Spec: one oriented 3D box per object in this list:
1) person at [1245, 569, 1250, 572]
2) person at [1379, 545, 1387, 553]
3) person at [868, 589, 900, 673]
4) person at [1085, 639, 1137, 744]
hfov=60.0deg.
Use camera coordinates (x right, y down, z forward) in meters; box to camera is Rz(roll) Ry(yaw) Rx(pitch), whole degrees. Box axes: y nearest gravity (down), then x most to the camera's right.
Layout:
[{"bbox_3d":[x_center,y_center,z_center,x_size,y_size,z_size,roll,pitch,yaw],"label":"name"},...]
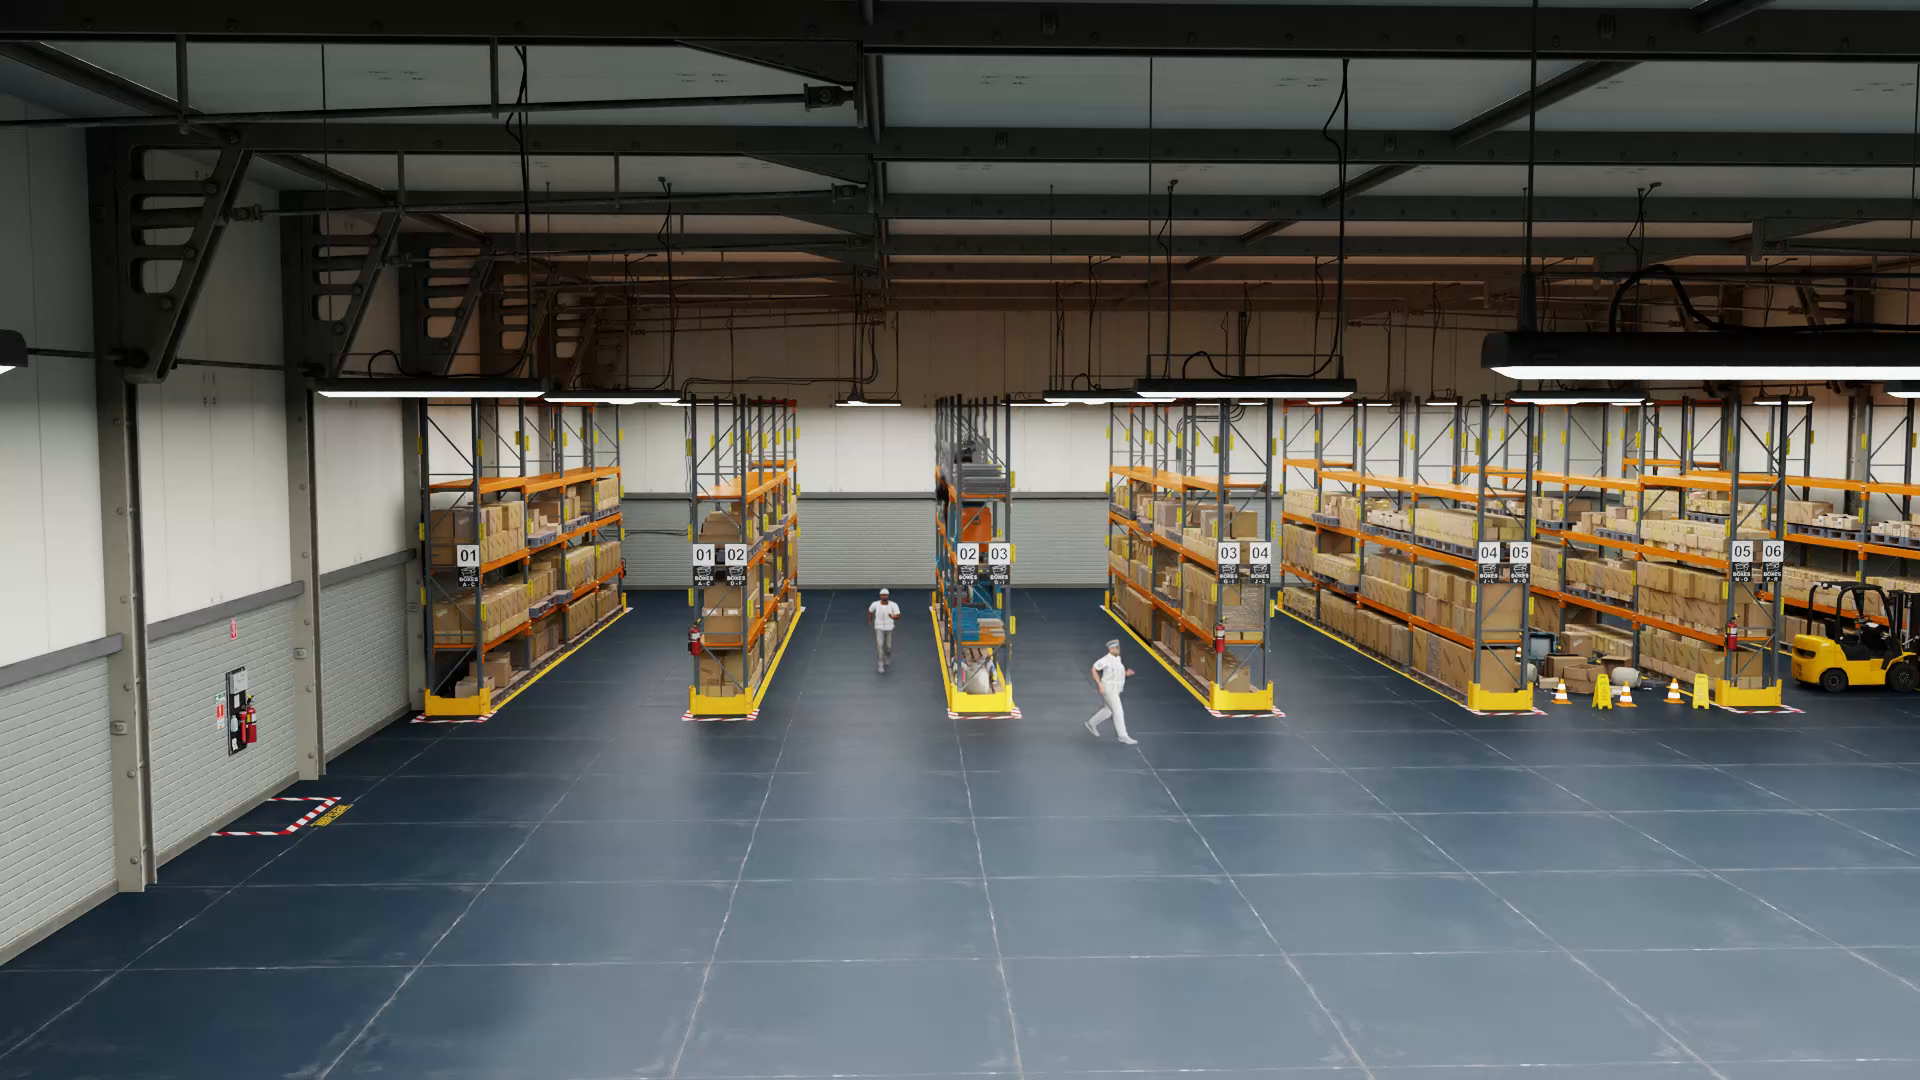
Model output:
[{"bbox_3d":[7.485,1.334,44.529,0.698,1.775,0.853,0,5,-3],"label":"person"},{"bbox_3d":[12.507,1.014,49.203,0.703,1.750,0.631,0,5,4],"label":"person"},{"bbox_3d":[-1.654,1.951,36.355,0.693,1.778,0.946,0,5,-5],"label":"person"},{"bbox_3d":[2.579,2.569,28.474,0.990,1.772,0.659,2,5,27],"label":"person"}]
